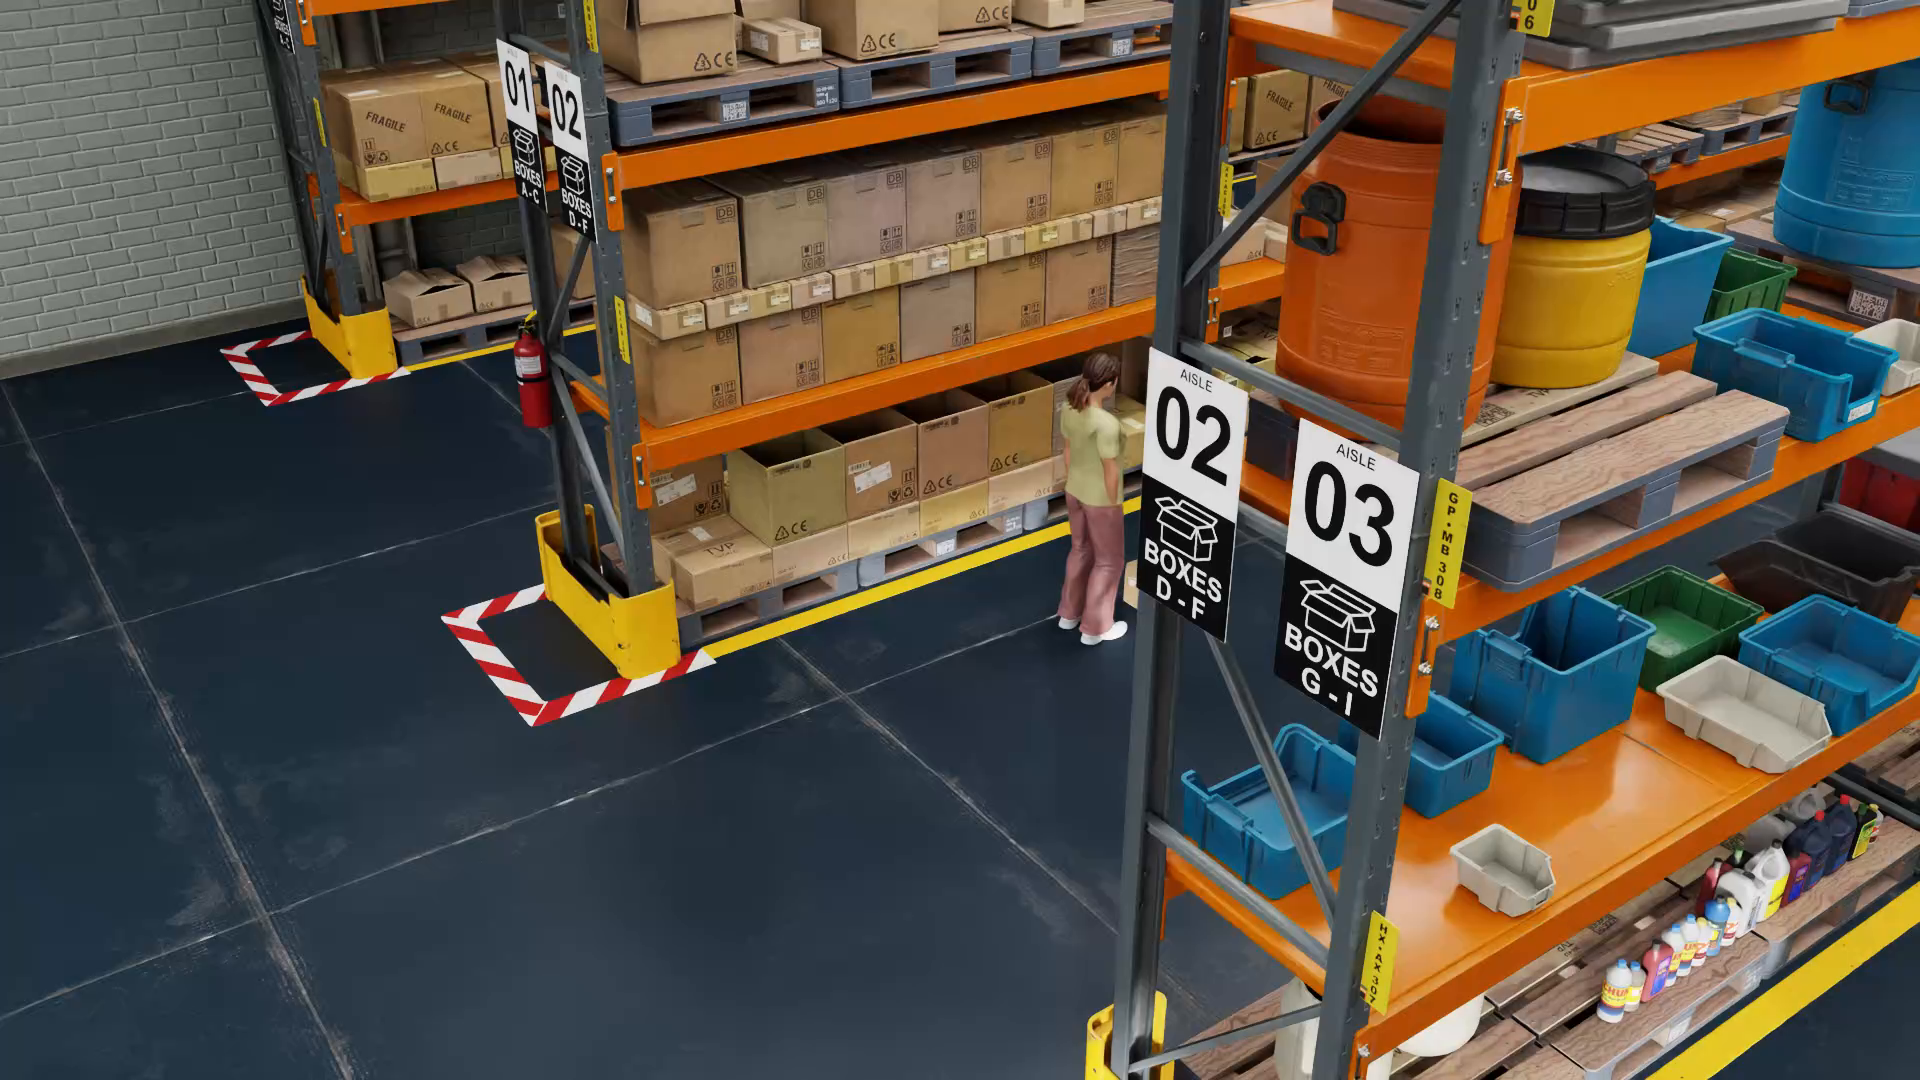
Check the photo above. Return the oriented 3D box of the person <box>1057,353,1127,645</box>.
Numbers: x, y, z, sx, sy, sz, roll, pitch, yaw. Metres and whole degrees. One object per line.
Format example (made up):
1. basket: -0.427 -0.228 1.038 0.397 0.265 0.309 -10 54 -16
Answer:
1. person: 0.716 -0.229 9.057 0.359 1.669 0.449 -18 34 -30
